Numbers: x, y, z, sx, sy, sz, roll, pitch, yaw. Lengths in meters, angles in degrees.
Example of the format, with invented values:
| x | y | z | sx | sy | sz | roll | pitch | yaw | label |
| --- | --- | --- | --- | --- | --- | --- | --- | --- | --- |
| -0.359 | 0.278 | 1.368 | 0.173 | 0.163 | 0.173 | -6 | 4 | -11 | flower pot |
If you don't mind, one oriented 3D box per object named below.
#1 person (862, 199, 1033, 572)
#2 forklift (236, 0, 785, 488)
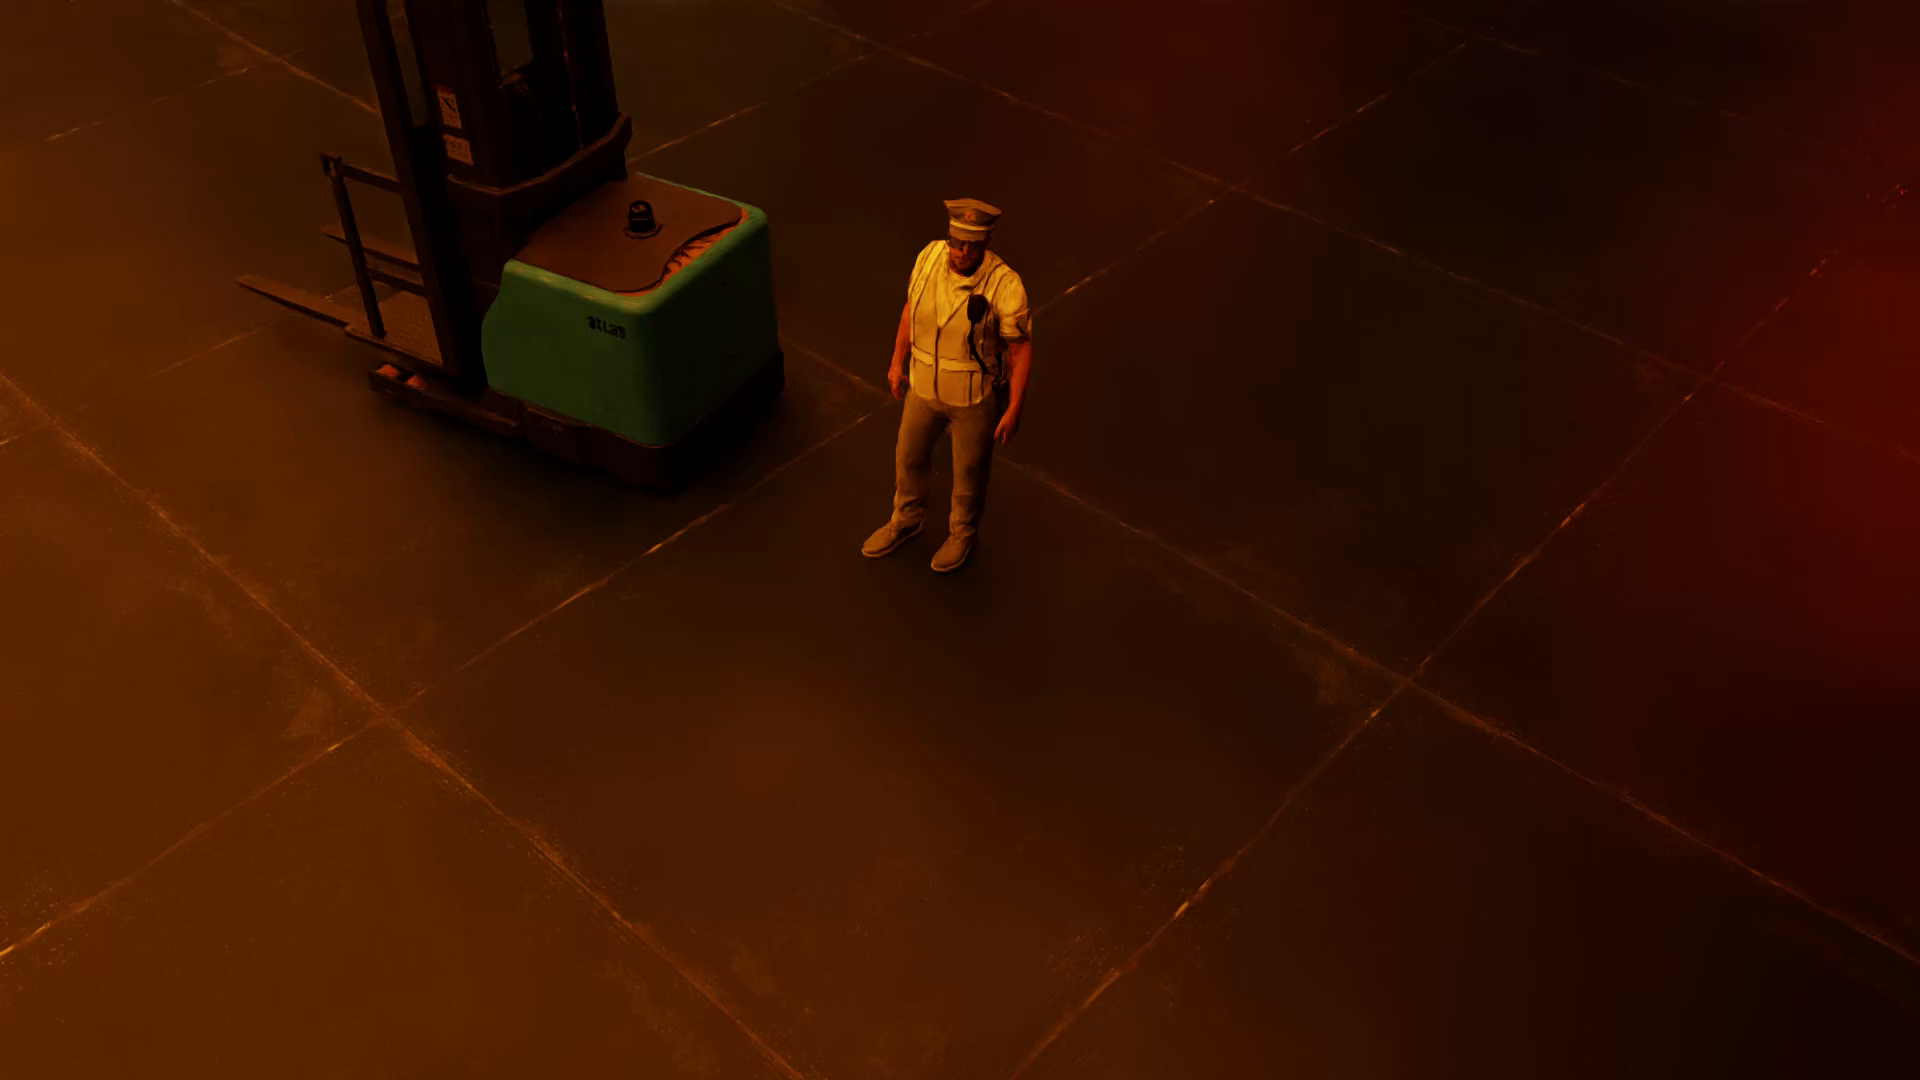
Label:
| x | y | z | sx | sy | sz | roll | pitch | yaw | label |
| --- | --- | --- | --- | --- | --- | --- | --- | --- | --- |
| -0.048 | -0.639 | 7.060 | 0.696 | 1.780 | 0.491 | 19 | 44 | 21 | person |
| -2.432 | -2.059 | 7.828 | 3.031 | 2.935 | 1.130 | 20 | 45 | 22 | forklift |
